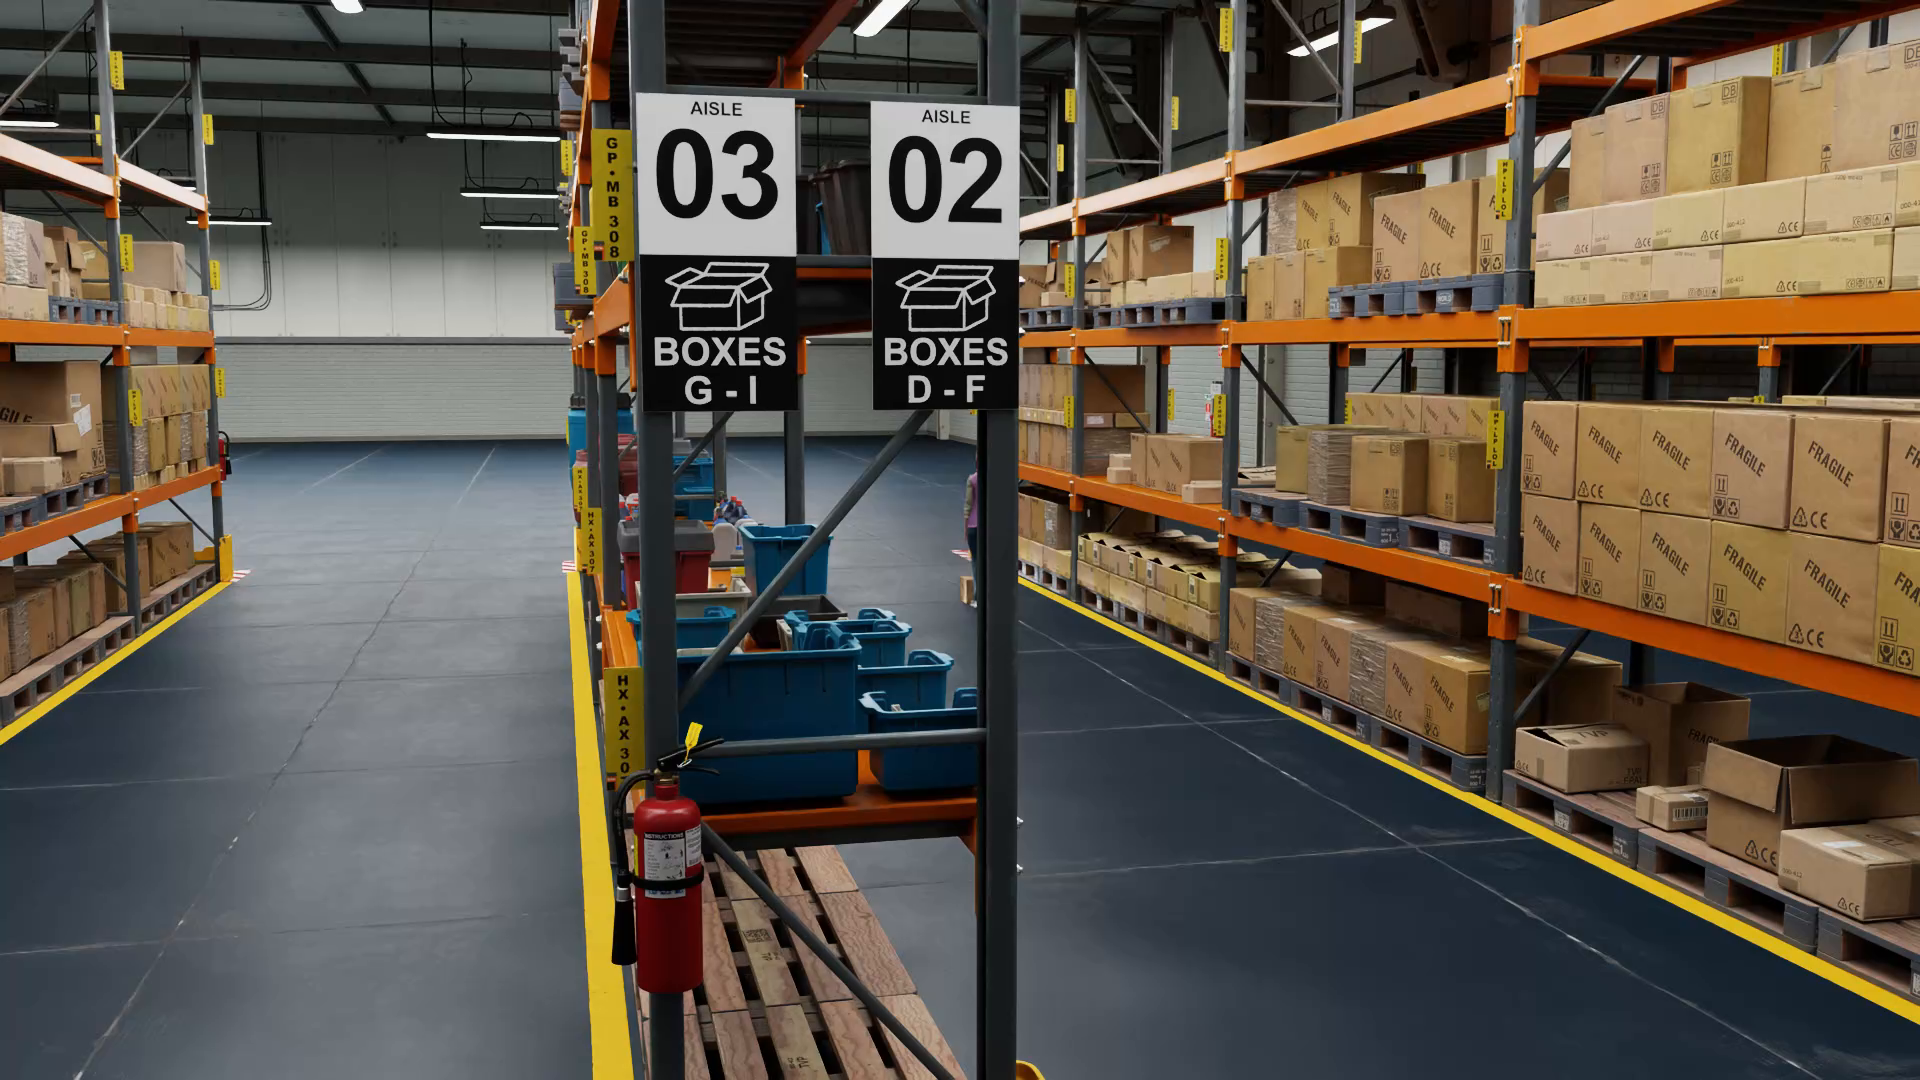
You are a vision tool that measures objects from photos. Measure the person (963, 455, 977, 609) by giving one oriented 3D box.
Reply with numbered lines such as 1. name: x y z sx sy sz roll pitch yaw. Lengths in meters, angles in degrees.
1. person: 0.230 -0.100 16.771 0.405 1.600 0.300 -1 6 -9
